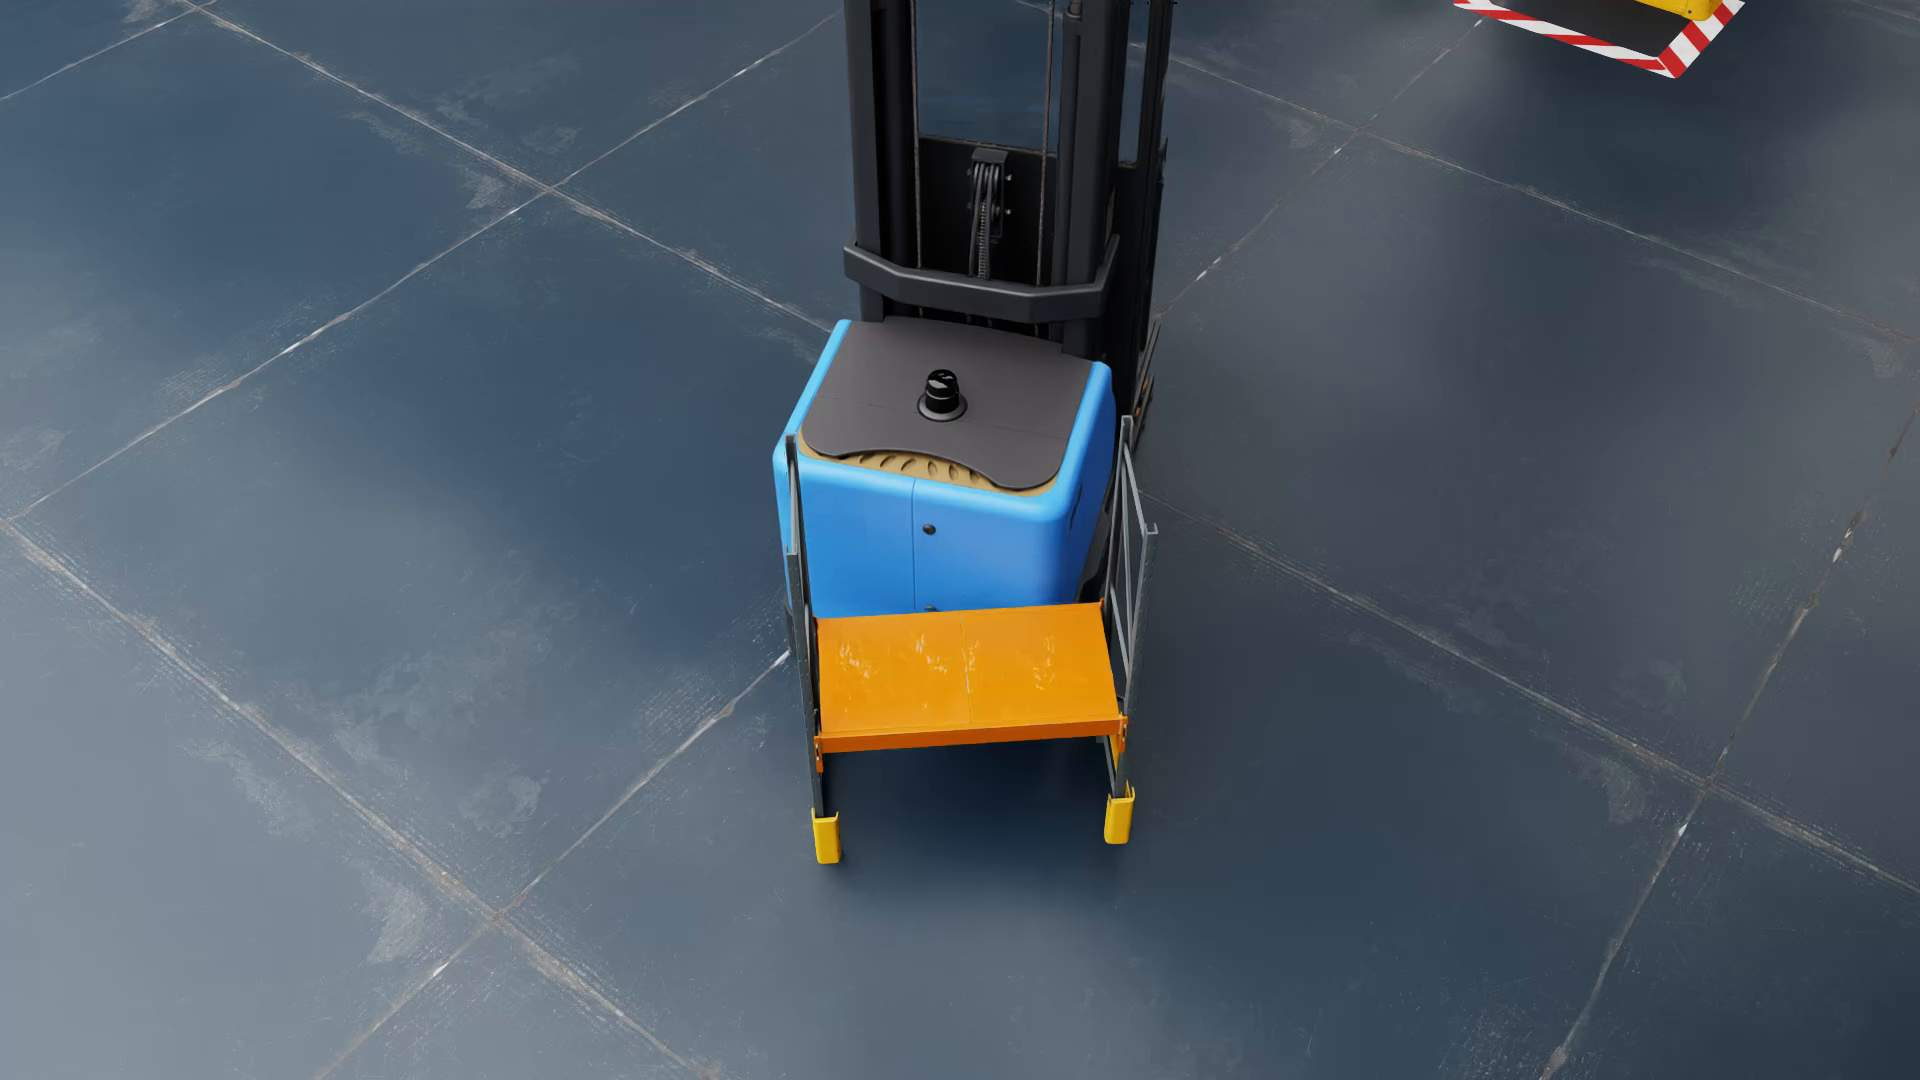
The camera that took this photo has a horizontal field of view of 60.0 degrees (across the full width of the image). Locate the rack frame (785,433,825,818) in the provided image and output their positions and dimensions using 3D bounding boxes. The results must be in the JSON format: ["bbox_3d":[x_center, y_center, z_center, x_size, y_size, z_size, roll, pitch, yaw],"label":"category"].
[{"bbox_3d":[4.660,-4.649,9.947,11.374,1.800,13.265,-3,46,-3],"label":"rack frame"}]

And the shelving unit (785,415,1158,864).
[{"bbox_3d":[4.658,-4.633,9.931,11.382,1.800,13.309,-3,46,-3],"label":"shelving unit"}]

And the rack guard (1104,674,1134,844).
[{"bbox_3d":[0.523,0.753,5.858,0.087,0.250,0.587,-3,46,-3],"label":"rack guard"}]

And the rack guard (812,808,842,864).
[{"bbox_3d":[-0.470,0.809,5.804,0.087,0.250,0.587,-3,46,-3],"label":"rack guard"}]

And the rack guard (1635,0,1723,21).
[{"bbox_3d":[3.935,-3.511,9.758,1.175,0.500,0.348,29,53,25],"label":"rack guard"}]

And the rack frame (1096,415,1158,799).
[{"bbox_3d":[0.524,0.321,5.406,0.032,1.500,0.500,-3,46,-3],"label":"rack frame"}]

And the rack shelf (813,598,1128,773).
[{"bbox_3d":[0.017,0.474,5.509,1.000,0.185,0.538,-3,46,-3],"label":"rack shelf"}]

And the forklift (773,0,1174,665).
[{"bbox_3d":[0.223,-1.487,6.143,1.130,2.935,3.031,11,47,10],"label":"forklift"}]
